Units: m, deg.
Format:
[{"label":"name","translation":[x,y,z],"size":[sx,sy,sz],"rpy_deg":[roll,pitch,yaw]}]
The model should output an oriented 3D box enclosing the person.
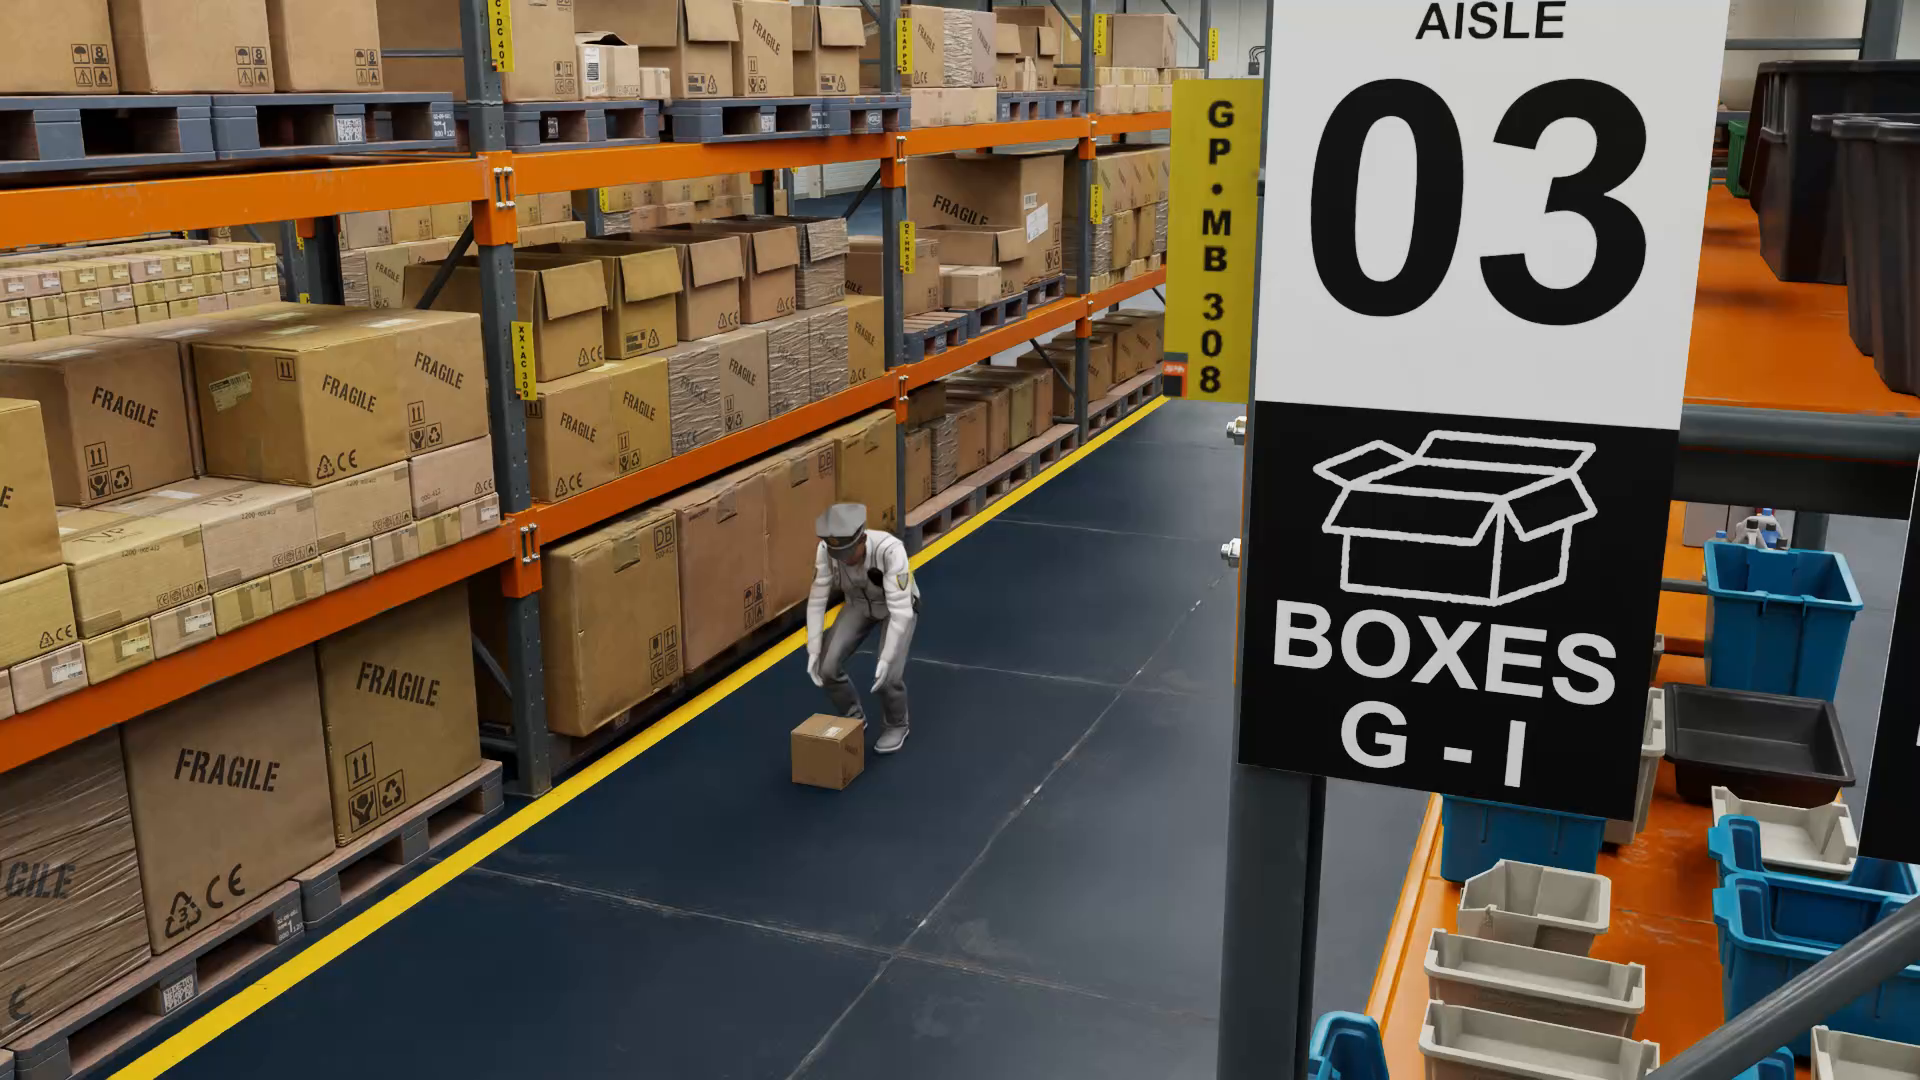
[{"label":"person","translation":[-0.434,0.398,7.854],"size":[0.531,1.263,0.765],"rpy_deg":[6,17,22]}]
